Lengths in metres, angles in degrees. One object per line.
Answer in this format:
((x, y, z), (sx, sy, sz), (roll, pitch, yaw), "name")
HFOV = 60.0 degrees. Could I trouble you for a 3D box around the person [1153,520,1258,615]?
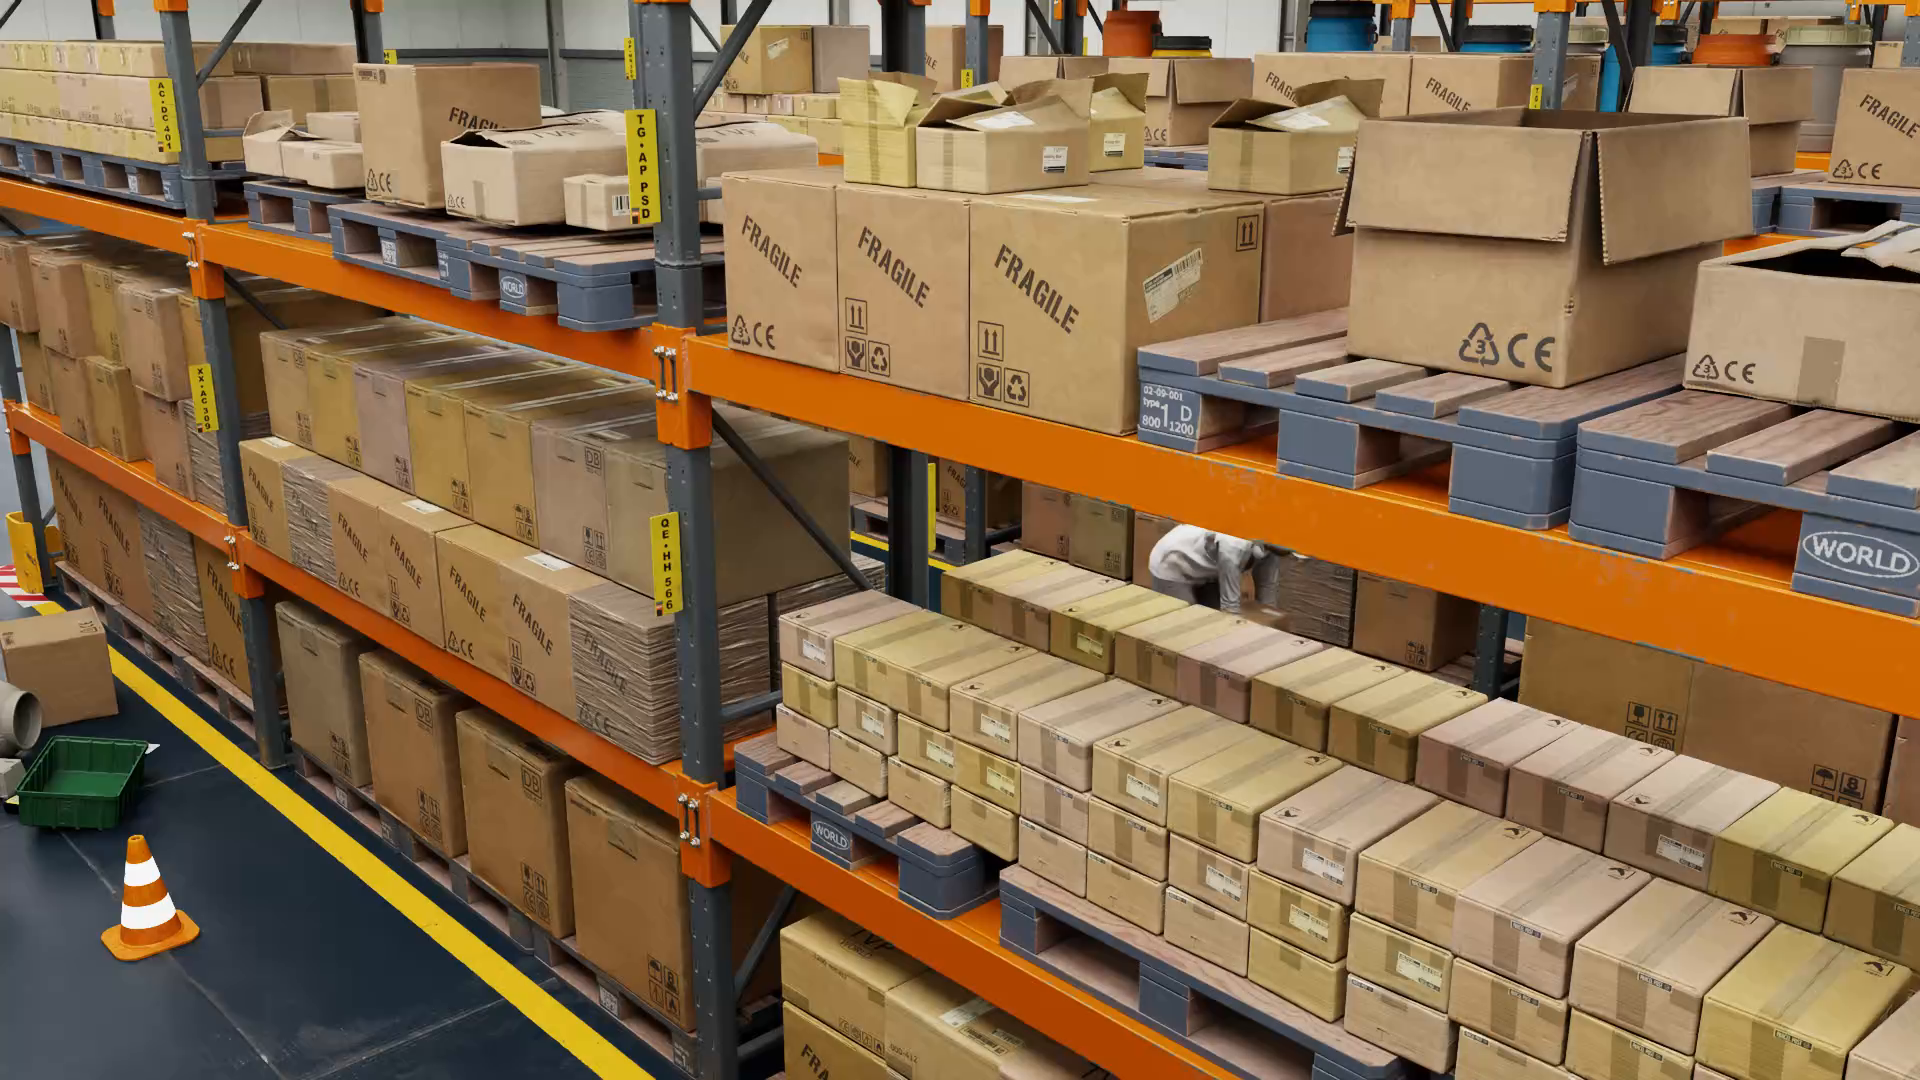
((1.362, 0.187, 8.991), (0.480, 1.724, 0.603), (-16, 23, -42), "person")
